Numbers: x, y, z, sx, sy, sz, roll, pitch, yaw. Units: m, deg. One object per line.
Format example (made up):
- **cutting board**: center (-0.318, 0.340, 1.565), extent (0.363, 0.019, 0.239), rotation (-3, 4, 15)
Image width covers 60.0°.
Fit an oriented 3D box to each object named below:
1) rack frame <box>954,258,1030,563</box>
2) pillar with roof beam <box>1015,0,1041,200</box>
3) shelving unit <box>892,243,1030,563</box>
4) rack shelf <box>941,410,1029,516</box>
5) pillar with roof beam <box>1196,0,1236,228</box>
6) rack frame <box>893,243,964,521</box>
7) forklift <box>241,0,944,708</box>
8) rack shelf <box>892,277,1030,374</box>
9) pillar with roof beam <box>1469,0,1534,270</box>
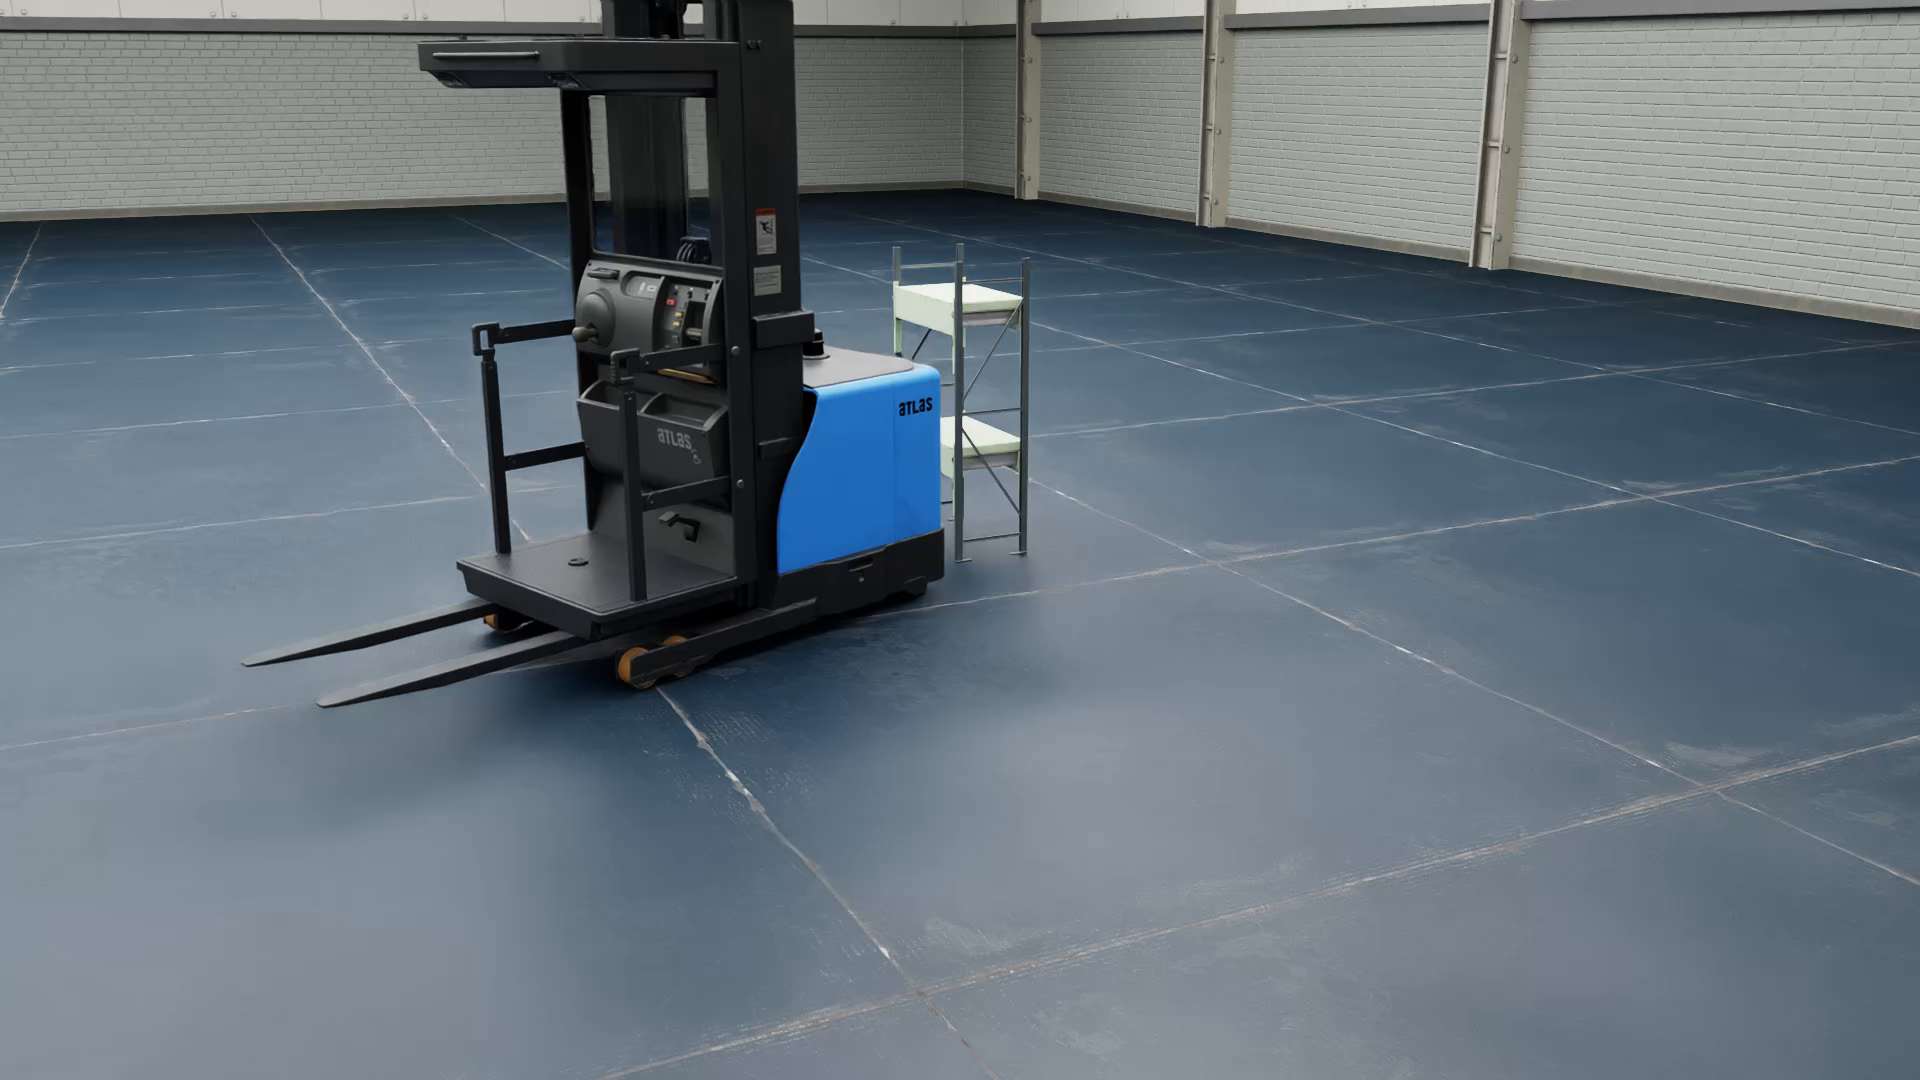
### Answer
- **rack frame**: center (0.157, -0.632, 8.233), extent (0.400, 1.500, 0.023), rotation (-8, 18, -25)
- **pillar with roof beam**: center (-2.633, -10.124, 27.715), extent (9.100, 9.000, 0.400), rotation (-8, 18, -25)
- **shelving unit**: center (-0.003, -0.723, 8.550), extent (0.431, 1.500, 0.755), rotation (-8, 18, -25)
- **rack shelf**: center (-0.003, -0.409, 8.639), extent (0.431, 0.370, 0.720), rotation (-8, 18, -25)
- **pillar with roof beam**: center (-0.005, -8.636, 22.530), extent (9.100, 9.000, 0.400), rotation (-8, 18, -25)
- **rack frame**: center (-0.163, -0.813, 8.866), extent (0.400, 1.500, 0.023), rotation (-8, 18, -25)
- **forklift**: center (-1.454, -0.970, 6.816), extent (1.130, 2.935, 3.031), rotation (15, 22, 41)
- **rack shelf**: center (-0.003, -1.098, 8.442), extent (0.431, 0.370, 0.720), rotation (-8, 18, -25)
- **pillar with roof beam**: center (2.624, -7.148, 17.346), extent (9.100, 9.000, 0.400), rotation (-8, 18, -25)
